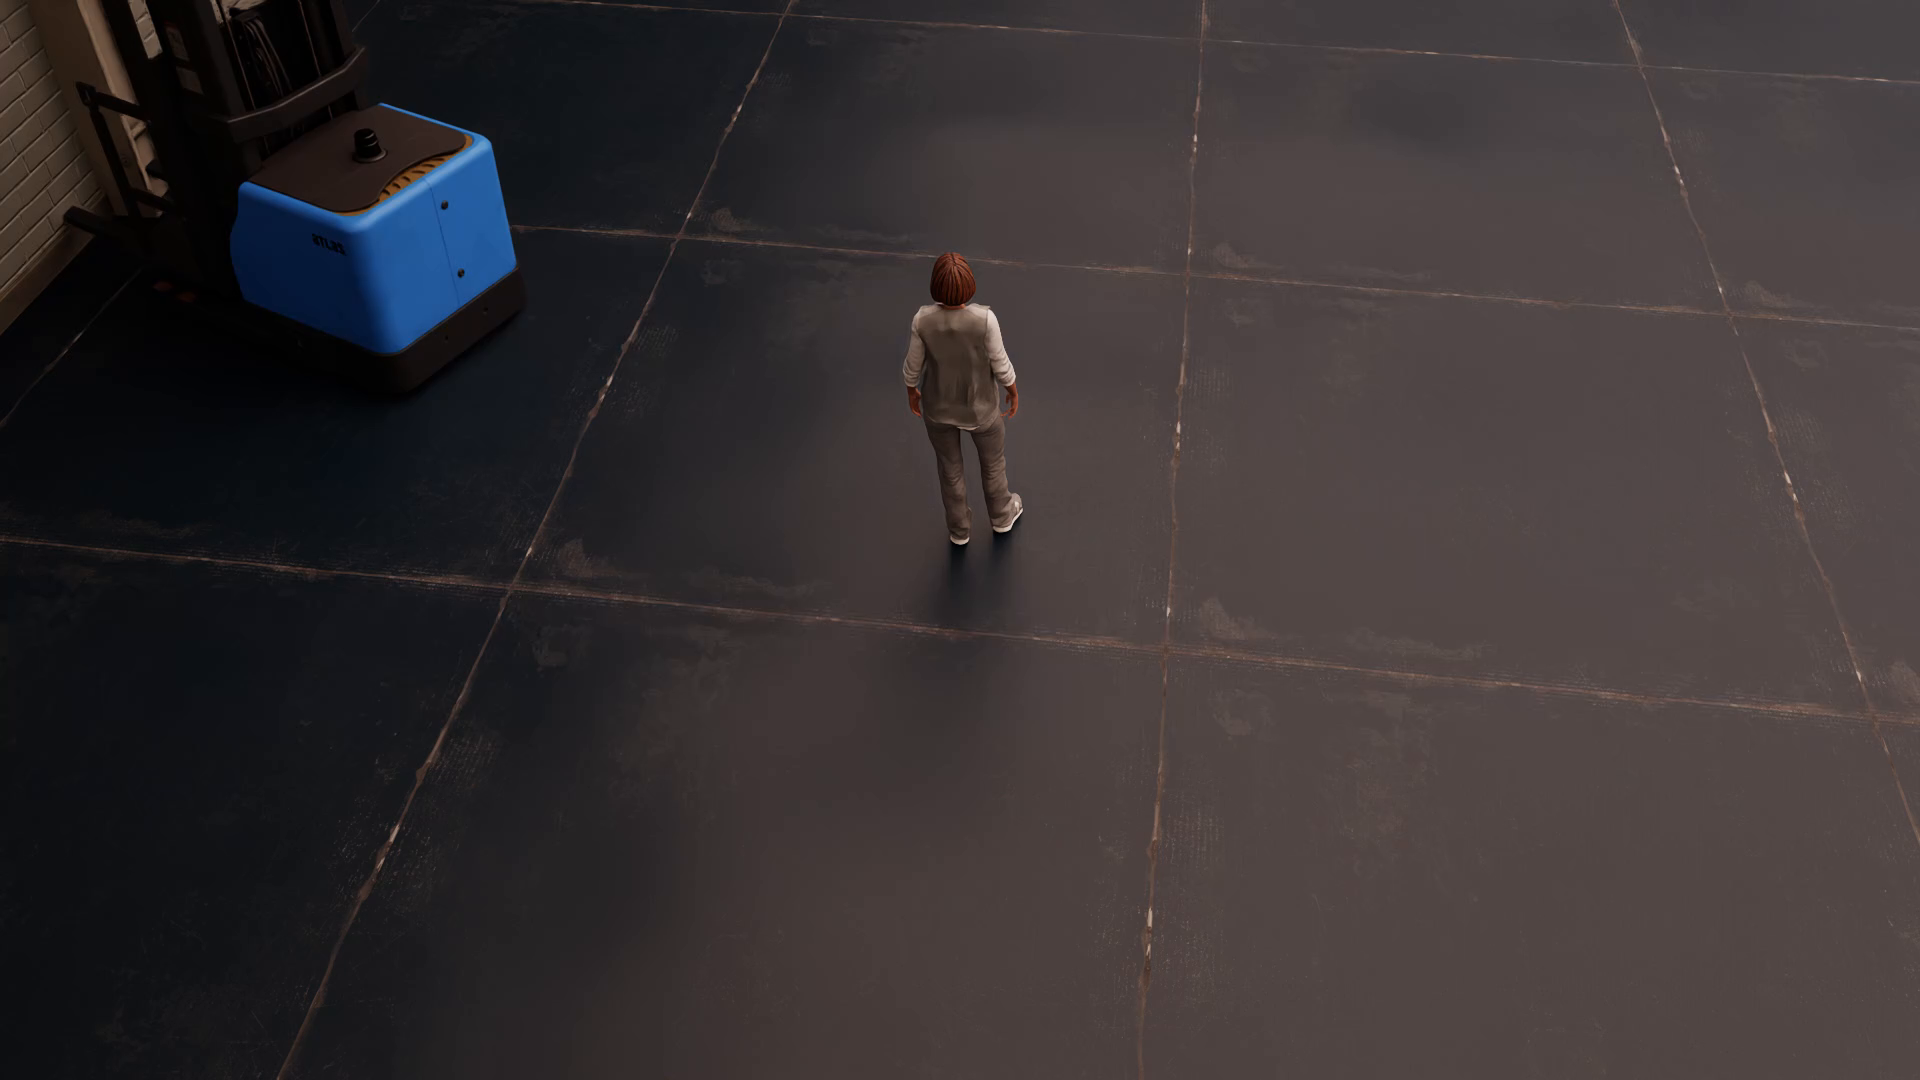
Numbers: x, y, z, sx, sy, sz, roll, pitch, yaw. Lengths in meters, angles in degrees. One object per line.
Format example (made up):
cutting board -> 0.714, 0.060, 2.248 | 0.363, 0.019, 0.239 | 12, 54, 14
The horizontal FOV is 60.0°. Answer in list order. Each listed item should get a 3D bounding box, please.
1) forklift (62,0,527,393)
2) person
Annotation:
forklift -> -3.936, -2.576, 8.529 | 3.031, 2.935, 1.130 | 21, 47, 21
person -> 0.023, -0.642, 7.399 | 0.521, 1.599, 0.473 | 5, 43, 6
